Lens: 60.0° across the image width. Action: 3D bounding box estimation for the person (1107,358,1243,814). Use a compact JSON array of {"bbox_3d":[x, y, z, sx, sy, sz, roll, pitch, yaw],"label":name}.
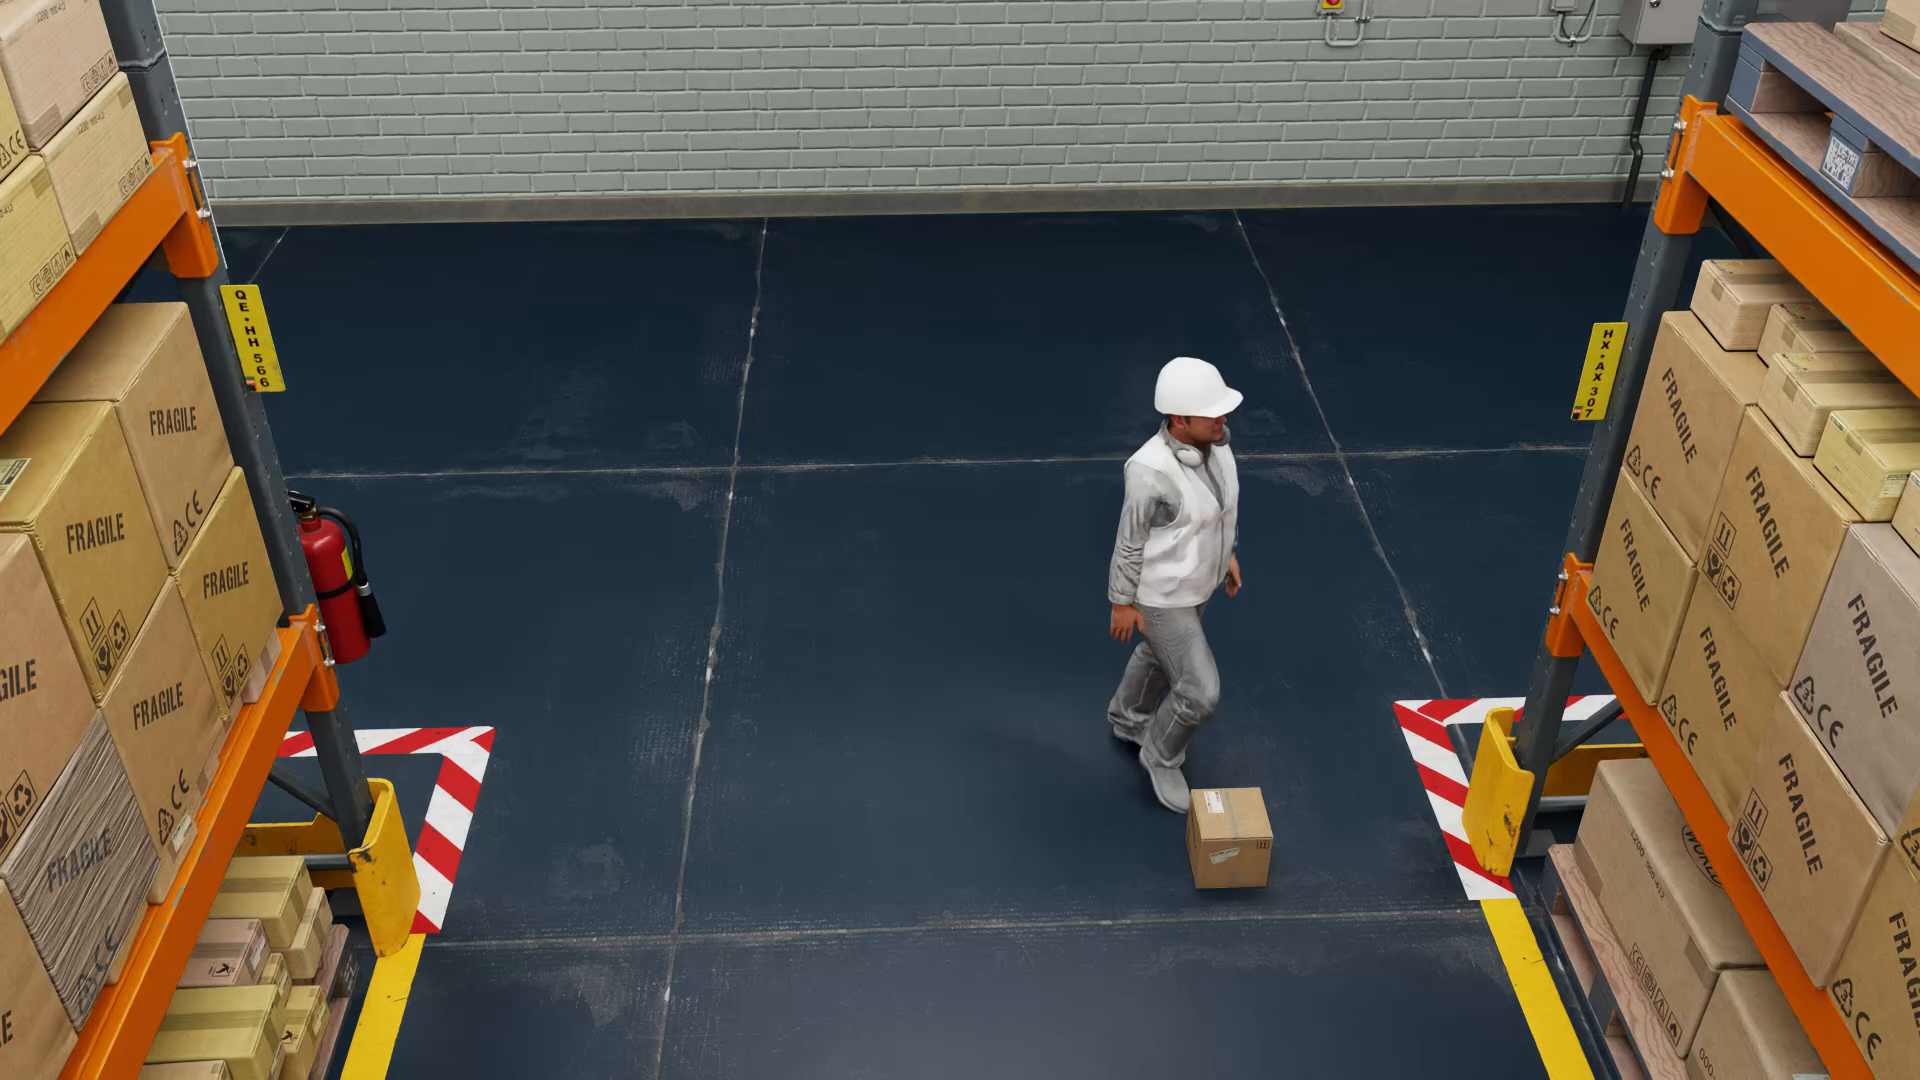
[{"bbox_3d":[0.775,0.145,5.905,0.527,1.794,0.568,20,40,26],"label":"person"}]
